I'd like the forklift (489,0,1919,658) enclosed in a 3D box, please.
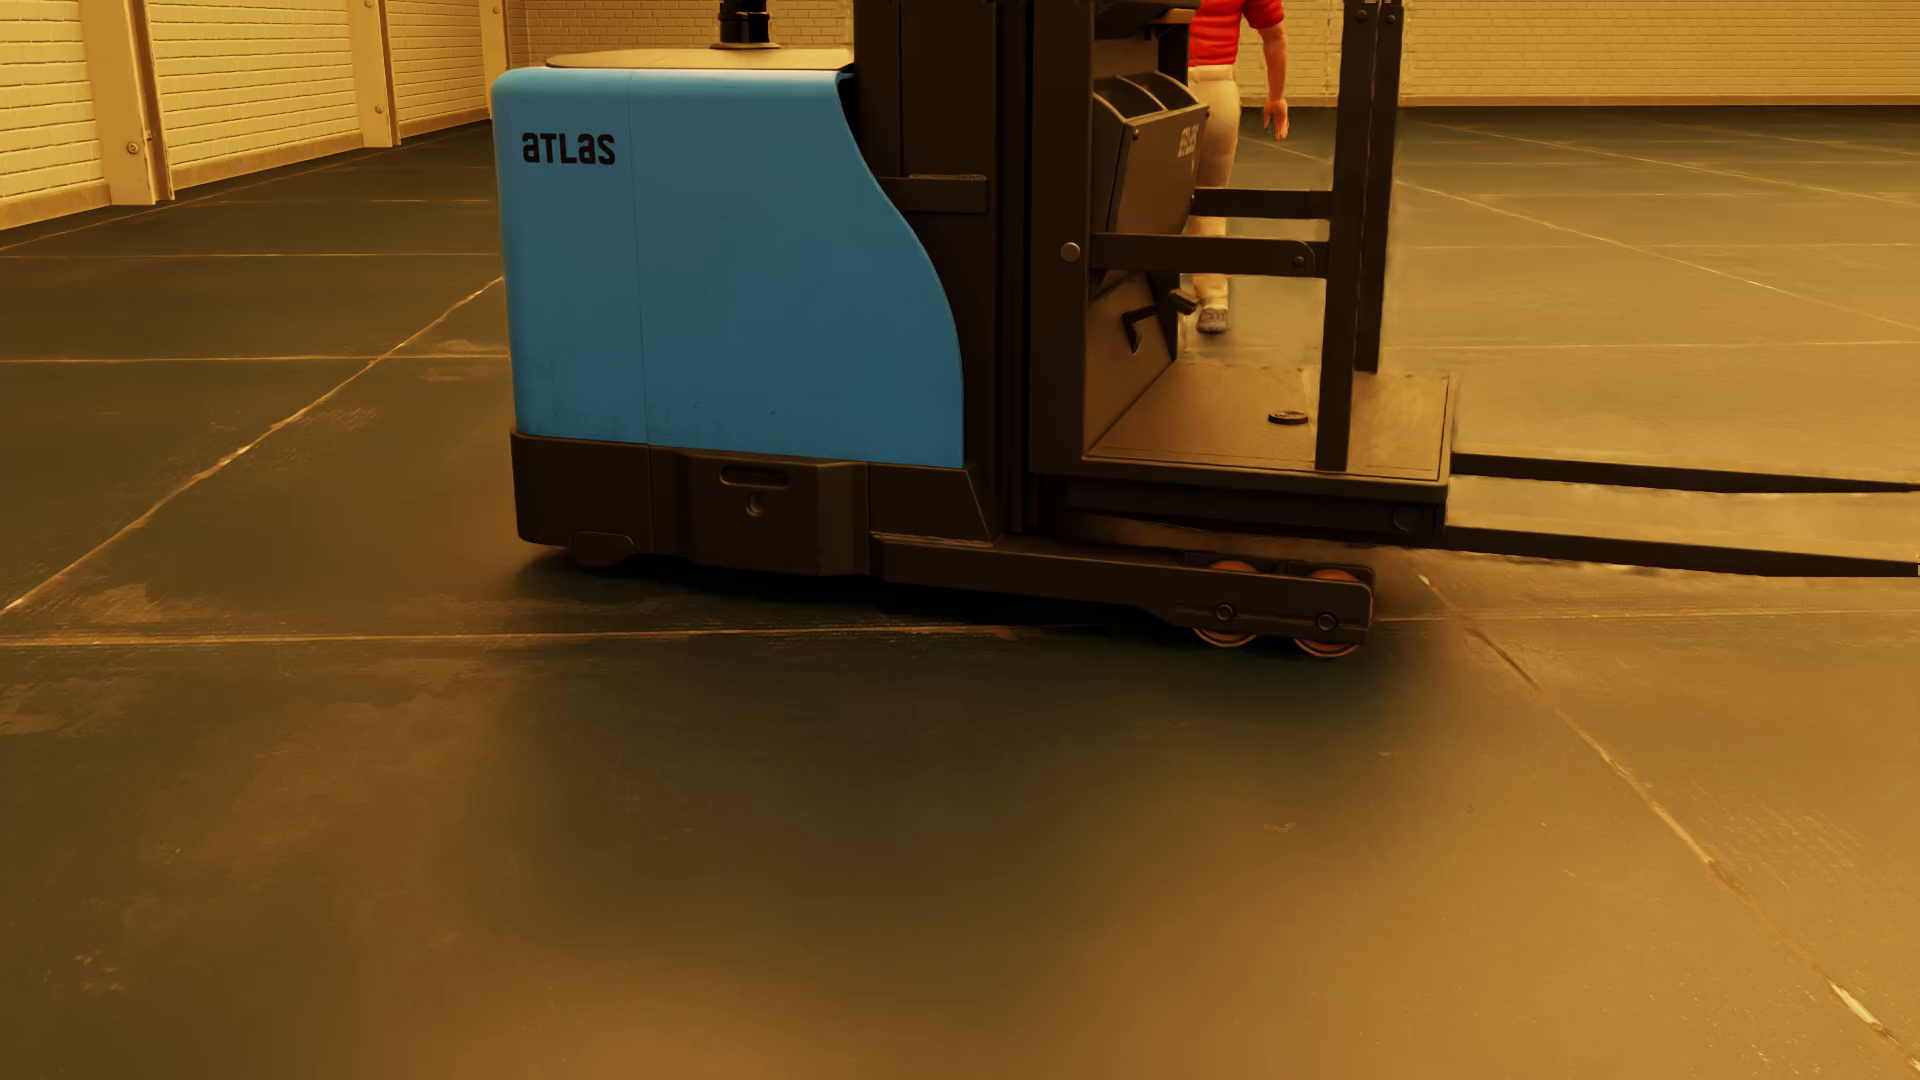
[{"bbox_3d":[0.584,-1.350,3.321,3.031,2.935,1.130,5,18,16],"label":"forklift"}]

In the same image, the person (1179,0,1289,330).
[{"bbox_3d":[0.819,-1.589,6.304,0.923,1.761,0.464,-2,17,-8],"label":"person"}]
